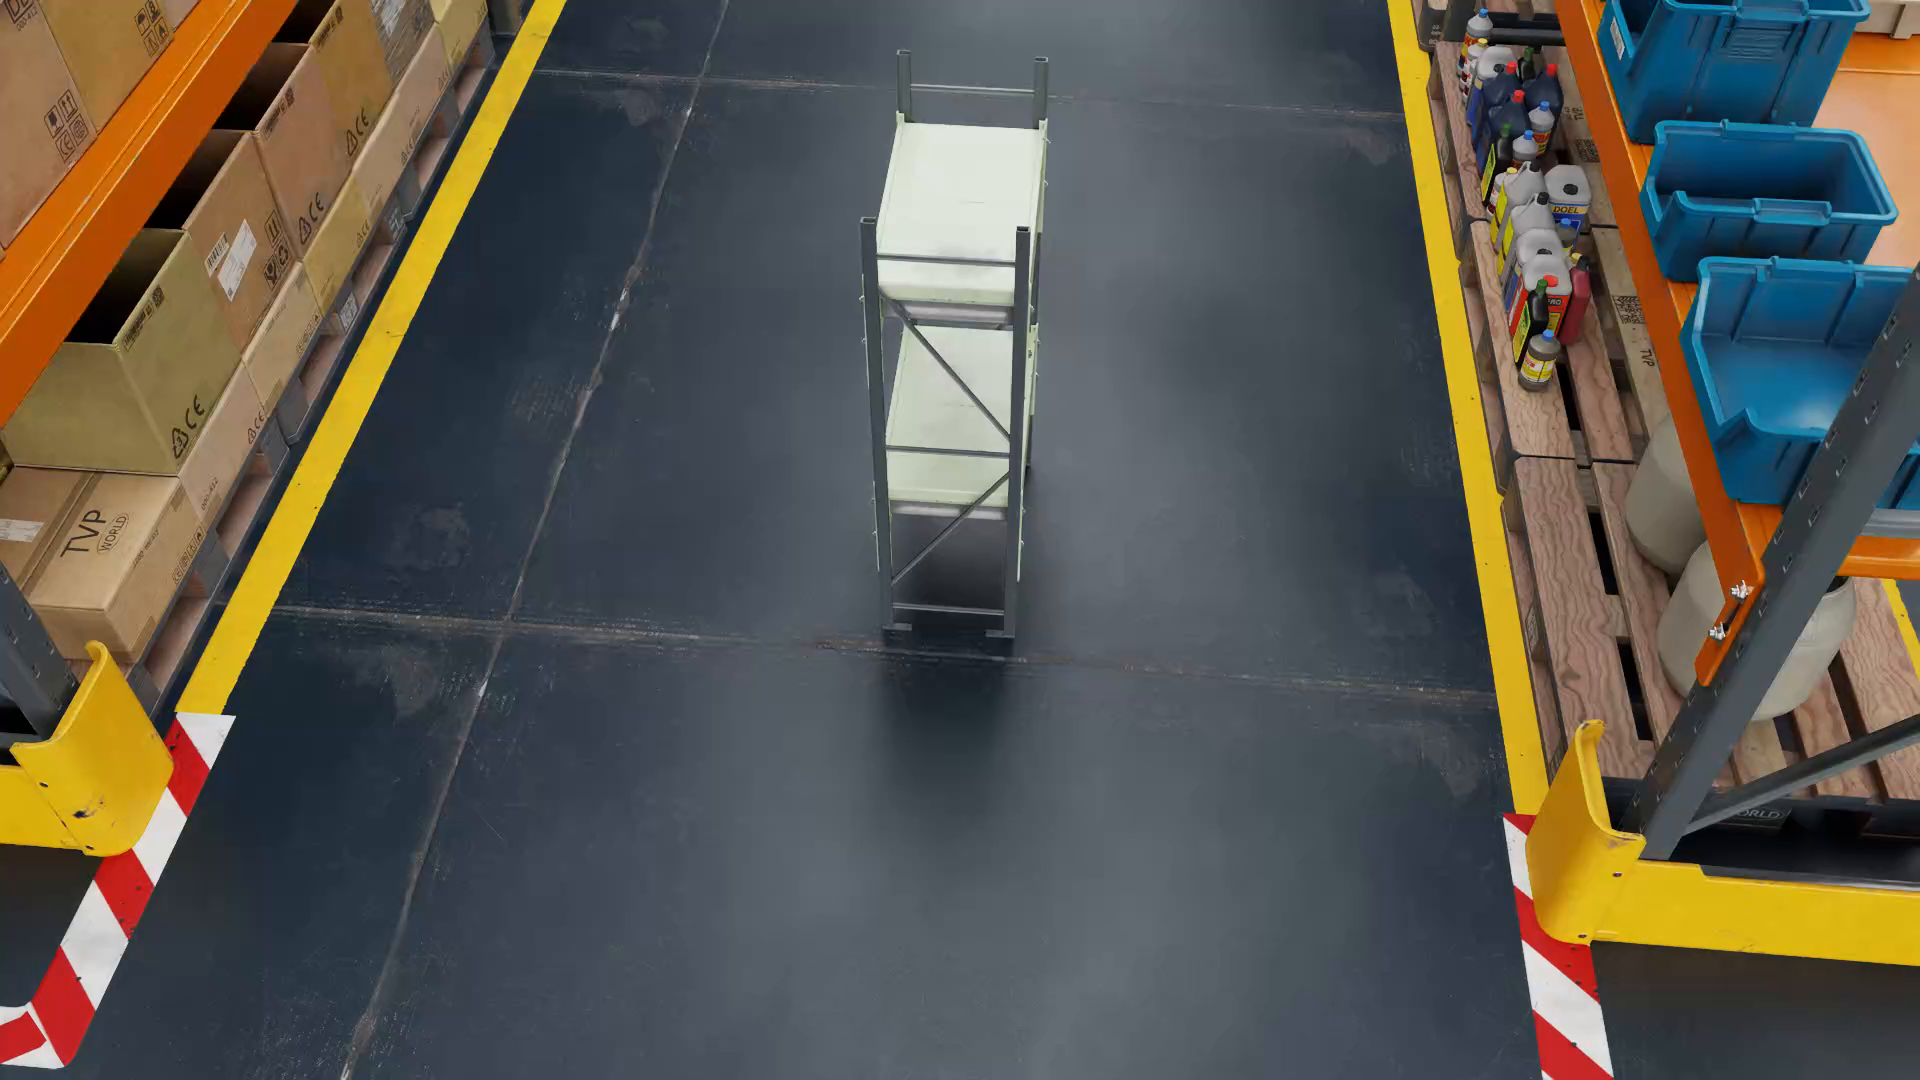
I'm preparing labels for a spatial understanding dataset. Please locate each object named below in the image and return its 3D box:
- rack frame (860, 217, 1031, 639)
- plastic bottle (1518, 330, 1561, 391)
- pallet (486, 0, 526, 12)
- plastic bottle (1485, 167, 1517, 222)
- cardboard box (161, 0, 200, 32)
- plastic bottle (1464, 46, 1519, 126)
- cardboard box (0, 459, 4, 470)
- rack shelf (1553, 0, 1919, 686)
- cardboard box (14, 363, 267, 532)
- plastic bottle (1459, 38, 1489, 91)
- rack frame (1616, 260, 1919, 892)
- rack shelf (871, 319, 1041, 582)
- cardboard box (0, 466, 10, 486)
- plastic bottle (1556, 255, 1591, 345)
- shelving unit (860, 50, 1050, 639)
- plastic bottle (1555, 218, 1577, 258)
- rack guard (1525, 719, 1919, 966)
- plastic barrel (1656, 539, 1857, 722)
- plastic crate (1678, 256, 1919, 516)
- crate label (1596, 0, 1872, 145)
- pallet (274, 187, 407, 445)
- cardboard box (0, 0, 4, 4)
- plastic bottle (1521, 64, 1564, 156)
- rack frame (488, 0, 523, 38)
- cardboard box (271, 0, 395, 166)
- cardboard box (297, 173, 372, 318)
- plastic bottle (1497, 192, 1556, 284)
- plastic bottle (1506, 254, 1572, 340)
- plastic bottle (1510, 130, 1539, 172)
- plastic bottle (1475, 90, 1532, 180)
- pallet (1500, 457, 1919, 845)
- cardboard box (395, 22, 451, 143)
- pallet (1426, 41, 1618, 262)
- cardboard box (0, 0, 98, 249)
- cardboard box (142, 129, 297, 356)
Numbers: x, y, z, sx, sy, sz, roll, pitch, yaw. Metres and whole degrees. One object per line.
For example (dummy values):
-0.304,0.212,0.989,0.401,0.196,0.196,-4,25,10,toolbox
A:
-0.034,-0.232,4.446,0.400,1.500,0.023,4,48,4,rack frame
1.870,-0.588,5.353,0.097,0.201,0.097,0,48,0,plastic bottle
-2.401,-2.883,7.744,1.003,0.211,1.213,4,48,4,pallet
1.950,-1.238,5.948,0.097,0.201,0.097,0,48,0,plastic bottle
-2.600,-1.855,4.846,0.700,0.500,0.500,5,48,5,cardboard box
2.036,-1.729,6.347,0.152,0.276,0.135,5,48,5,plastic bottle
-3.041,-0.222,4.491,0.500,0.500,0.500,4,48,4,cardboard box
2.321,-1.232,4.831,1.077,0.370,4.000,4,48,4,rack shelf
-2.481,-0.301,5.072,0.500,0.250,0.500,4,48,4,cardboard box
2.028,-1.869,6.525,0.097,0.201,0.097,0,48,0,plastic bottle
2.139,-0.005,3.222,1.000,3.000,0.127,4,48,4,rack frame
-0.001,-0.281,4.933,0.431,0.370,0.720,4,48,4,rack shelf
-3.039,0.031,4.767,0.500,0.250,0.500,4,48,4,cardboard box
2.026,-0.792,5.485,0.061,0.283,0.133,4,48,4,plastic bottle
-0.001,-0.501,4.692,0.431,1.500,0.755,4,48,4,shelving unit
2.068,-1.019,5.748,0.097,0.201,0.097,0,48,0,plastic bottle
2.099,0.780,4.198,1.175,0.500,0.348,4,48,4,rack guard
2.123,0.204,4.432,0.421,0.512,0.421,0,48,0,plastic barrel
1.886,-0.343,3.631,0.499,0.251,0.616,4,48,4,plastic crate
2.037,-1.388,4.462,0.502,0.435,0.616,4,48,4,crate label
-2.652,-0.859,5.892,1.003,0.211,1.213,4,48,4,pallet
-2.473,-1.430,4.018,0.380,0.149,0.250,3,48,3,cardboard box
2.160,-1.624,6.199,0.144,0.351,0.185,4,48,4,plastic bottle
-2.429,-3.280,6.217,1.000,3.000,0.127,4,48,4,rack frame
-2.353,-1.657,5.804,0.500,0.500,0.500,4,48,4,cardboard box
-2.385,-1.036,5.743,0.500,0.250,0.500,4,48,4,cardboard box
1.944,-1.046,5.671,0.144,0.351,0.185,6,48,5,plastic bottle
1.920,-0.797,5.494,0.152,0.276,0.135,4,48,4,plastic bottle
2.023,-1.357,6.010,0.097,0.271,0.097,0,48,0,plastic bottle
1.999,-1.495,6.081,0.144,0.351,0.185,2,48,2,plastic bottle
2.178,0.280,4.850,1.003,0.211,1.213,4,48,4,pallet
-2.309,-1.772,6.416,0.500,0.250,0.500,4,48,4,cardboard box
2.401,-1.513,6.490,1.003,0.211,1.213,4,48,4,pallet
-2.695,-1.103,4.158,0.700,0.500,0.500,5,48,5,cardboard box
-2.447,-0.923,5.132,0.500,0.500,0.500,4,48,4,cardboard box
